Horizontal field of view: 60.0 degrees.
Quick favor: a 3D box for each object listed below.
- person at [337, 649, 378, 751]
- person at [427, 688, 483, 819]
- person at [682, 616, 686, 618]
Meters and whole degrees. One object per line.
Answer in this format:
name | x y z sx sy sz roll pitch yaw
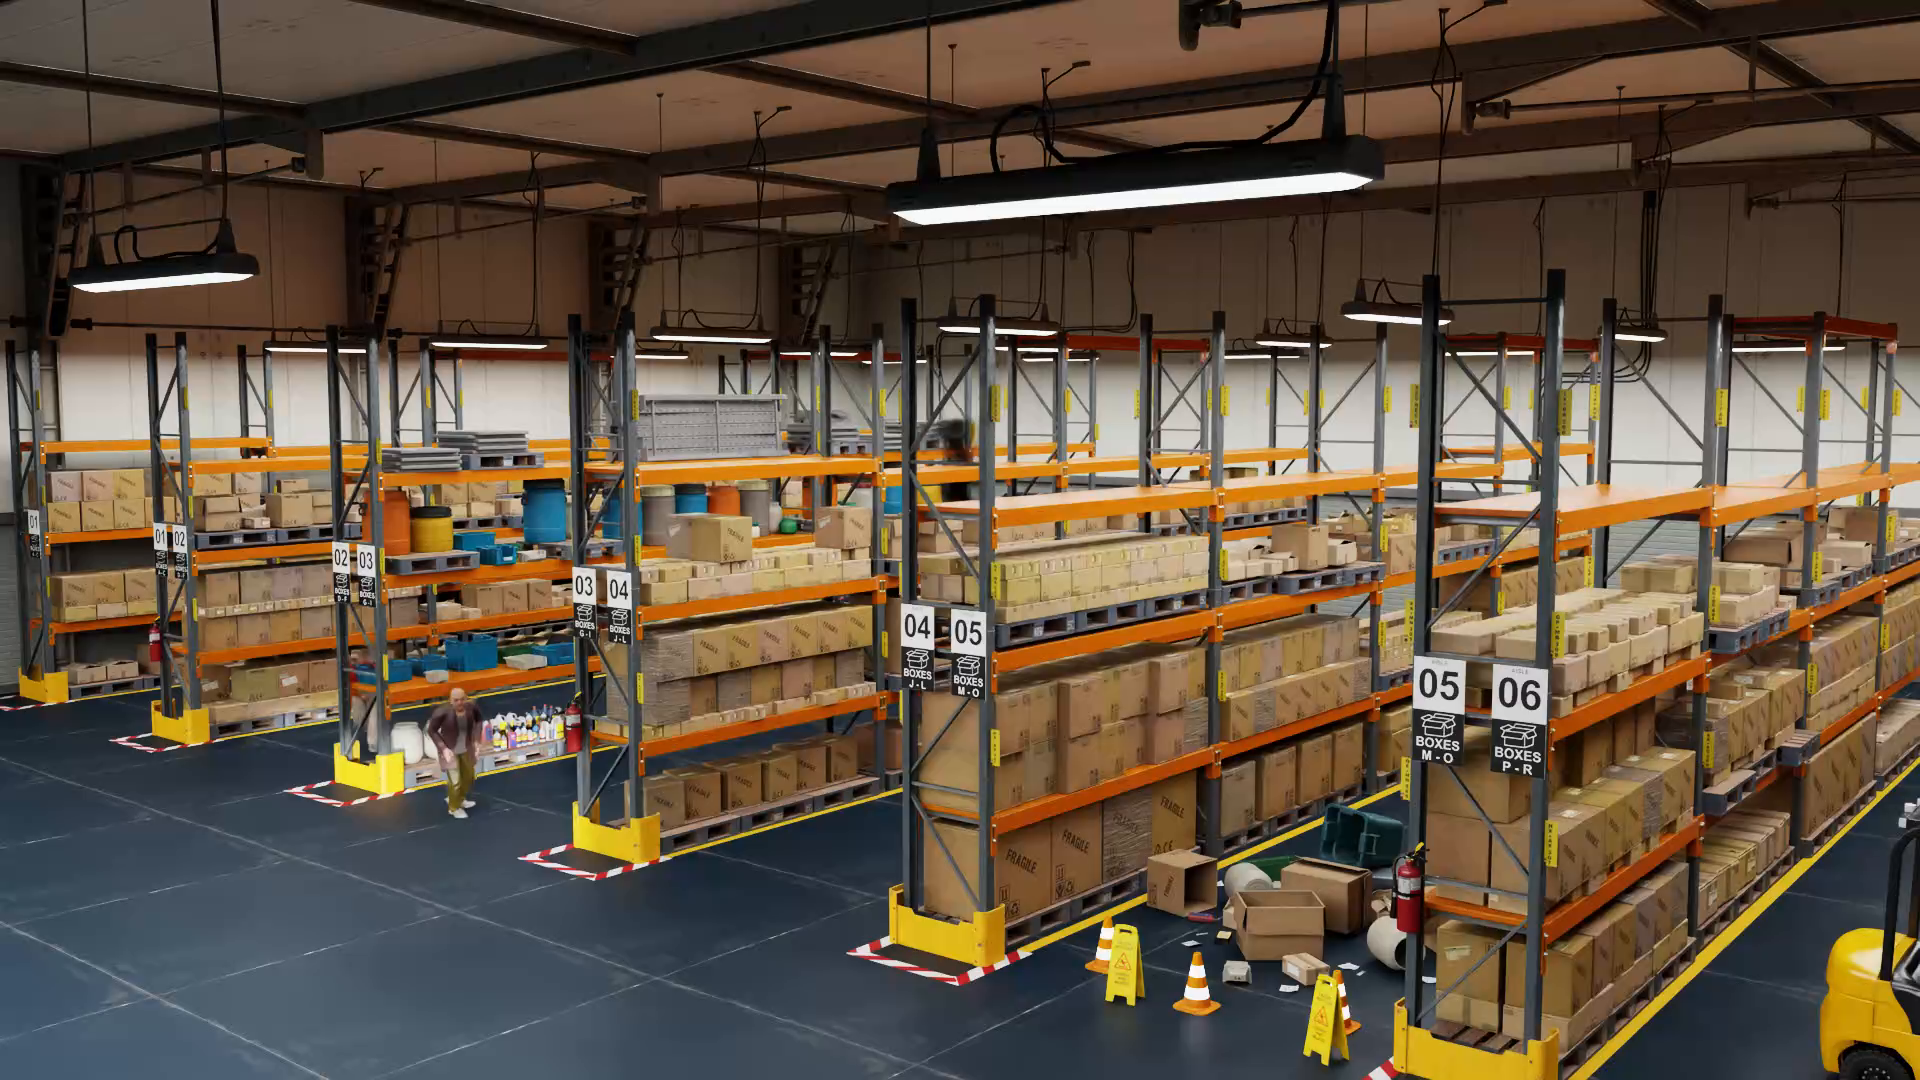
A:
person | -8.535 2.278 23.702 0.690 1.536 0.848 0 5 -1
person | -6.121 2.572 20.134 0.883 1.586 0.735 5 7 45
person | -5.206 1.674 29.592 0.510 1.691 0.793 4 6 36
